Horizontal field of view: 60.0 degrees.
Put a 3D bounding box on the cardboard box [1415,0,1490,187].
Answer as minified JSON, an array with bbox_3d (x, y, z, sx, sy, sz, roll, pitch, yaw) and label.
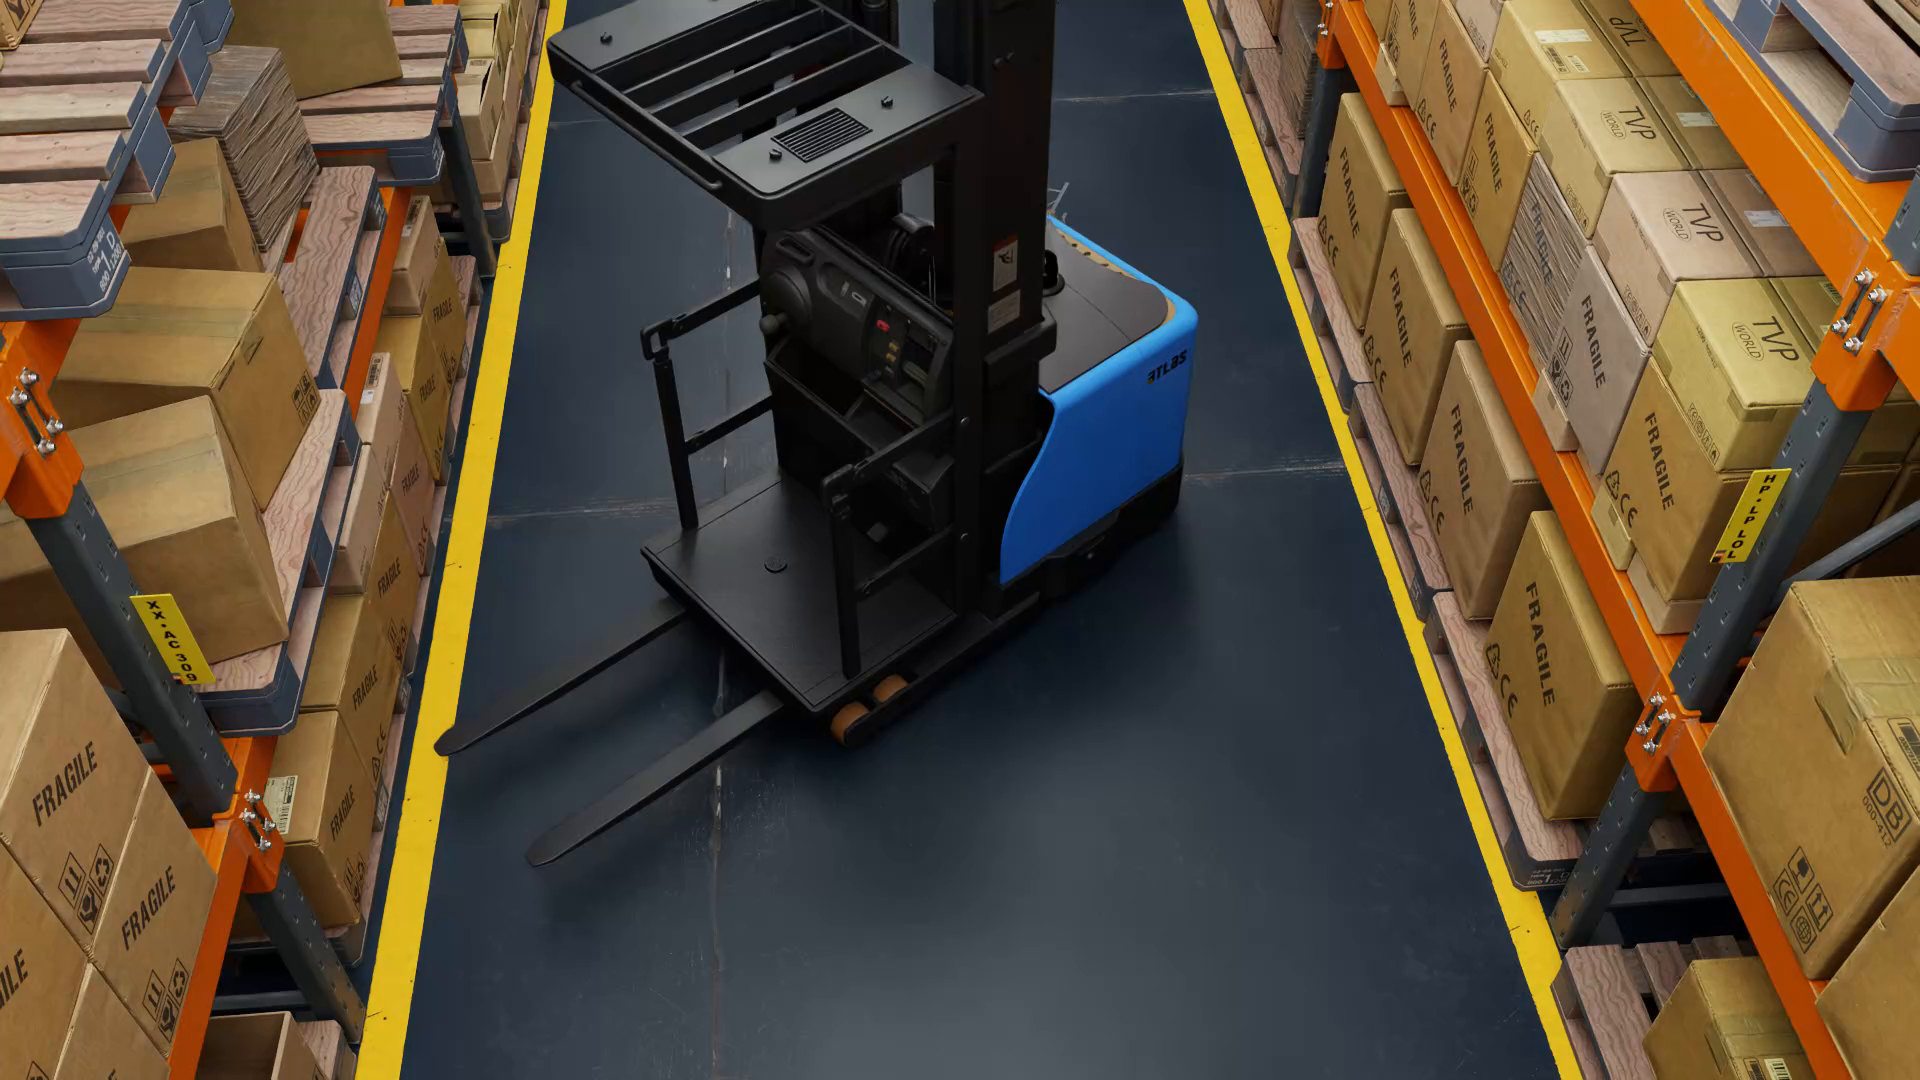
[{"bbox_3d":[2.030,-1.658,6.103,0.500,0.500,0.500,-4,47,-3],"label":"cardboard box"}]

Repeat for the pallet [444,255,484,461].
[{"bbox_3d":[-2.741,-0.814,7.512,1.003,0.211,1.213,-3,47,-3],"label":"pallet"}]

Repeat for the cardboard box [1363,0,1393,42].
[{"bbox_3d":[1.955,-2.396,6.802,0.500,0.500,0.500,-2,47,-2],"label":"cardboard box"}]

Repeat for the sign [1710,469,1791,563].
[{"bbox_3d":[1.965,-0.056,4.131,0.100,0.325,0.005,-3,47,-3],"label":"sign"}]

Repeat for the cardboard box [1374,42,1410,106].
[{"bbox_3d":[1.917,-1.908,6.786,0.380,0.149,0.250,-2,47,-2],"label":"cardboard box"}]

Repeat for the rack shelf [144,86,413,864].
[{"bbox_3d":[-2.599,-0.621,5.905,1.077,0.370,4.000,-3,47,-3],"label":"rack shelf"}]

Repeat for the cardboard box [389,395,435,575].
[{"bbox_3d":[-2.361,-0.191,6.420,0.500,0.500,0.500,-5,47,-5],"label":"cardboard box"}]

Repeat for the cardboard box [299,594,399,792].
[{"bbox_3d":[-2.285,0.536,5.731,0.500,0.500,0.500,-3,47,-3],"label":"cardboard box"}]

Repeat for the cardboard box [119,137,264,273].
[{"bbox_3d":[-2.641,-0.875,5.291,0.700,0.500,0.500,-14,48,-13],"label":"cardboard box"}]

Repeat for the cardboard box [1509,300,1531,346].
[{"bbox_3d":[2.132,-0.795,5.733,0.380,0.149,0.250,-5,47,-4],"label":"cardboard box"}]

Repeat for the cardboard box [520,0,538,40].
[{"bbox_3d":[-2.652,-3.022,9.287,0.500,0.250,0.500,-3,47,-2],"label":"cardboard box"}]

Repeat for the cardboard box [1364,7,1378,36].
[{"bbox_3d":[1.967,-2.288,7.147,0.380,0.149,0.250,-4,47,-4],"label":"cardboard box"}]

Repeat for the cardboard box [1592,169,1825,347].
[{"bbox_3d":[2.177,-0.820,4.793,0.500,0.250,0.500,-3,47,-2],"label":"cardboard box"}]

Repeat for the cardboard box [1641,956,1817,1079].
[{"bbox_3d":[2.465,1.537,4.797,0.700,0.500,0.500,-3,47,-3],"label":"cardboard box"}]

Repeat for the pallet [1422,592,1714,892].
[{"bbox_3d":[2.365,0.680,6.097,1.003,0.211,1.213,-3,47,-3],"label":"pallet"}]

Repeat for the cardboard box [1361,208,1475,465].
[{"bbox_3d":[2.168,-0.851,6.817,0.750,0.750,0.750,-4,47,-3],"label":"cardboard box"}]

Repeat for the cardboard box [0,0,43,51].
[{"bbox_3d":[-2.479,-1.517,3.765,0.600,0.600,0.600,-4,47,-4],"label":"cardboard box"}]

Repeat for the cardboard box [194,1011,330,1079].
[{"bbox_3d":[-2.101,1.681,4.647,0.500,0.500,0.500,-3,47,-3],"label":"cardboard box"}]

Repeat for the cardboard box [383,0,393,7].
[{"bbox_3d":[-2.753,-2.551,7.298,0.500,0.311,0.500,-1,47,-1],"label":"cardboard box"}]

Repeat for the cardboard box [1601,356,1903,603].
[{"bbox_3d":[2.215,-0.188,4.711,0.500,0.500,0.500,-4,47,-4],"label":"cardboard box"}]

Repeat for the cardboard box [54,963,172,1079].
[{"bbox_3d":[-2.089,1.263,3.556,0.500,0.500,0.500,-2,47,-2],"label":"cardboard box"}]

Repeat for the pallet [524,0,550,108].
[{"bbox_3d":[-2.895,-2.836,9.427,1.003,0.211,1.213,-3,47,-3],"label":"pallet"}]

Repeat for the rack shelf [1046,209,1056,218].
[{"bbox_3d":[0.339,-1.557,8.227,0.258,0.180,0.103,15,48,14],"label":"rack shelf"}]

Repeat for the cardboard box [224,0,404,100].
[{"bbox_3d":[-2.601,-2.046,6.400,0.700,0.500,0.500,-18,49,-16],"label":"cardboard box"}]

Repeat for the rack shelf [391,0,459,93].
[{"bbox_3d":[-2.934,-3.515,8.645,1.077,0.370,4.000,-3,47,-3],"label":"rack shelf"}]

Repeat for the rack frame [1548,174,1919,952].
[{"bbox_3d":[2.505,0.274,4.561,1.000,3.000,0.127,-3,47,-3],"label":"rack frame"}]

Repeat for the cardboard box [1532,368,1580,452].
[{"bbox_3d":[2.092,-0.432,5.389,0.380,0.149,0.250,-3,47,-3],"label":"cardboard box"}]

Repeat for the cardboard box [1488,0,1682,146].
[{"bbox_3d":[2.091,-1.558,5.492,0.500,0.250,0.500,-4,47,-4],"label":"cardboard box"}]

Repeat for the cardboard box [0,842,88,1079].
[{"bbox_3d":[-2.085,0.921,3.191,0.500,0.500,0.500,-4,47,-4],"label":"cardboard box"}]

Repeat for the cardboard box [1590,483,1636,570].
[{"bbox_3d":[2.150,-0.055,5.031,0.380,0.149,0.250,-3,47,-3],"label":"cardboard box"}]

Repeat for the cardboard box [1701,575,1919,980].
[{"bbox_3d":[2.534,0.565,4.079,0.980,0.700,0.700,-3,47,-3],"label":"cardboard box"}]

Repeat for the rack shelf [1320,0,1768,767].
[{"bbox_3d":[2.337,-0.925,6.192,1.077,0.370,4.000,-3,47,-3],"label":"rack shelf"}]

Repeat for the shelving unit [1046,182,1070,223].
[{"bbox_3d":[0.231,-1.341,8.023,0.258,0.189,1.200,15,48,14],"label":"shelving unit"}]

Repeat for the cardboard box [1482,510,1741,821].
[{"bbox_3d":[2.321,0.407,5.627,0.750,0.750,0.750,-3,47,-3],"label":"cardboard box"}]

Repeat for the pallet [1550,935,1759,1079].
[{"bbox_3d":[2.490,1.788,5.048,1.003,0.211,1.213,-3,47,-3],"label":"pallet"}]

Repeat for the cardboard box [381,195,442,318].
[{"bbox_3d":[-2.445,-1.163,6.824,0.500,0.250,0.500,-2,47,-2],"label":"cardboard box"}]

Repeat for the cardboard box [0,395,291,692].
[{"bbox_3d":[-2.248,0.043,4.422,0.700,0.500,0.500,-18,49,-16],"label":"cardboard box"}]

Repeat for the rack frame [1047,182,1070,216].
[{"bbox_3d":[0.231,-1.404,7.957,0.240,0.006,1.200,15,48,14],"label":"rack frame"}]

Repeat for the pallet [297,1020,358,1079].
[{"bbox_3d":[-2.375,2.034,4.815,1.003,0.211,1.213,-3,47,-3],"label":"pallet"}]

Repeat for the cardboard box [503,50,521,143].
[{"bbox_3d":[-2.560,-2.275,8.580,0.500,0.250,0.500,-5,47,-4],"label":"cardboard box"}]

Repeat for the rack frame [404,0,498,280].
[{"bbox_3d":[-2.766,-2.316,7.014,1.000,3.000,0.127,-3,47,-3],"label":"rack frame"}]

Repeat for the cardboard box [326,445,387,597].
[{"bbox_3d":[-2.313,-0.060,5.779,0.500,0.250,0.500,-3,47,-3],"label":"cardboard box"}]

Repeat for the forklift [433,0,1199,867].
[{"bbox_3d":[-0.519,-0.678,5.510,3.031,2.935,1.130,-33,55,-27],"label":"forklift"}]

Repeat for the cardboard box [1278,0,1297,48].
[{"bbox_3d":[2.130,-2.809,8.899,0.700,0.500,0.500,-4,47,-3],"label":"cardboard box"}]

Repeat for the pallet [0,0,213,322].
[{"bbox_3d":[-2.416,-0.865,3.703,1.213,0.211,1.003,-3,47,-3],"label":"pallet"}]

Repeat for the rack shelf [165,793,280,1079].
[{"bbox_3d":[-2.264,2.273,3.164,1.077,0.370,4.000,-3,47,-3],"label":"rack shelf"}]

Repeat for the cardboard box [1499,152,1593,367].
[{"bbox_3d":[2.129,-0.920,5.405,0.500,0.500,0.500,-3,47,-3],"label":"cardboard box"}]

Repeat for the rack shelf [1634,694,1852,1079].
[{"bbox_3d":[2.672,1.969,3.451,1.077,0.370,4.000,-3,47,-3],"label":"rack shelf"}]

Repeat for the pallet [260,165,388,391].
[{"bbox_3d":[-2.599,-0.843,5.751,1.003,0.211,1.213,-3,47,-3],"label":"pallet"}]

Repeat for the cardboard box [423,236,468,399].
[{"bbox_3d":[-2.454,-0.945,7.134,0.500,0.500,0.500,-2,47,-2],"label":"cardboard box"}]

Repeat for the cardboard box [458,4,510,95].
[{"bbox_3d":[-2.570,-2.484,8.391,0.500,0.311,0.500,-5,47,-4],"label":"cardboard box"}]

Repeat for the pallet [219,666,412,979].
[{"bbox_3d":[-2.537,0.951,5.841,1.003,0.211,1.213,-3,47,-3],"label":"pallet"}]

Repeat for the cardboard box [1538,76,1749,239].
[{"bbox_3d":[2.135,-1.189,5.143,0.500,0.250,0.500,-3,47,-3],"label":"cardboard box"}]

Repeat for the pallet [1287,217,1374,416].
[{"bbox_3d":[2.161,-1.086,7.769,1.003,0.211,1.213,-3,47,-3],"label":"pallet"}]
